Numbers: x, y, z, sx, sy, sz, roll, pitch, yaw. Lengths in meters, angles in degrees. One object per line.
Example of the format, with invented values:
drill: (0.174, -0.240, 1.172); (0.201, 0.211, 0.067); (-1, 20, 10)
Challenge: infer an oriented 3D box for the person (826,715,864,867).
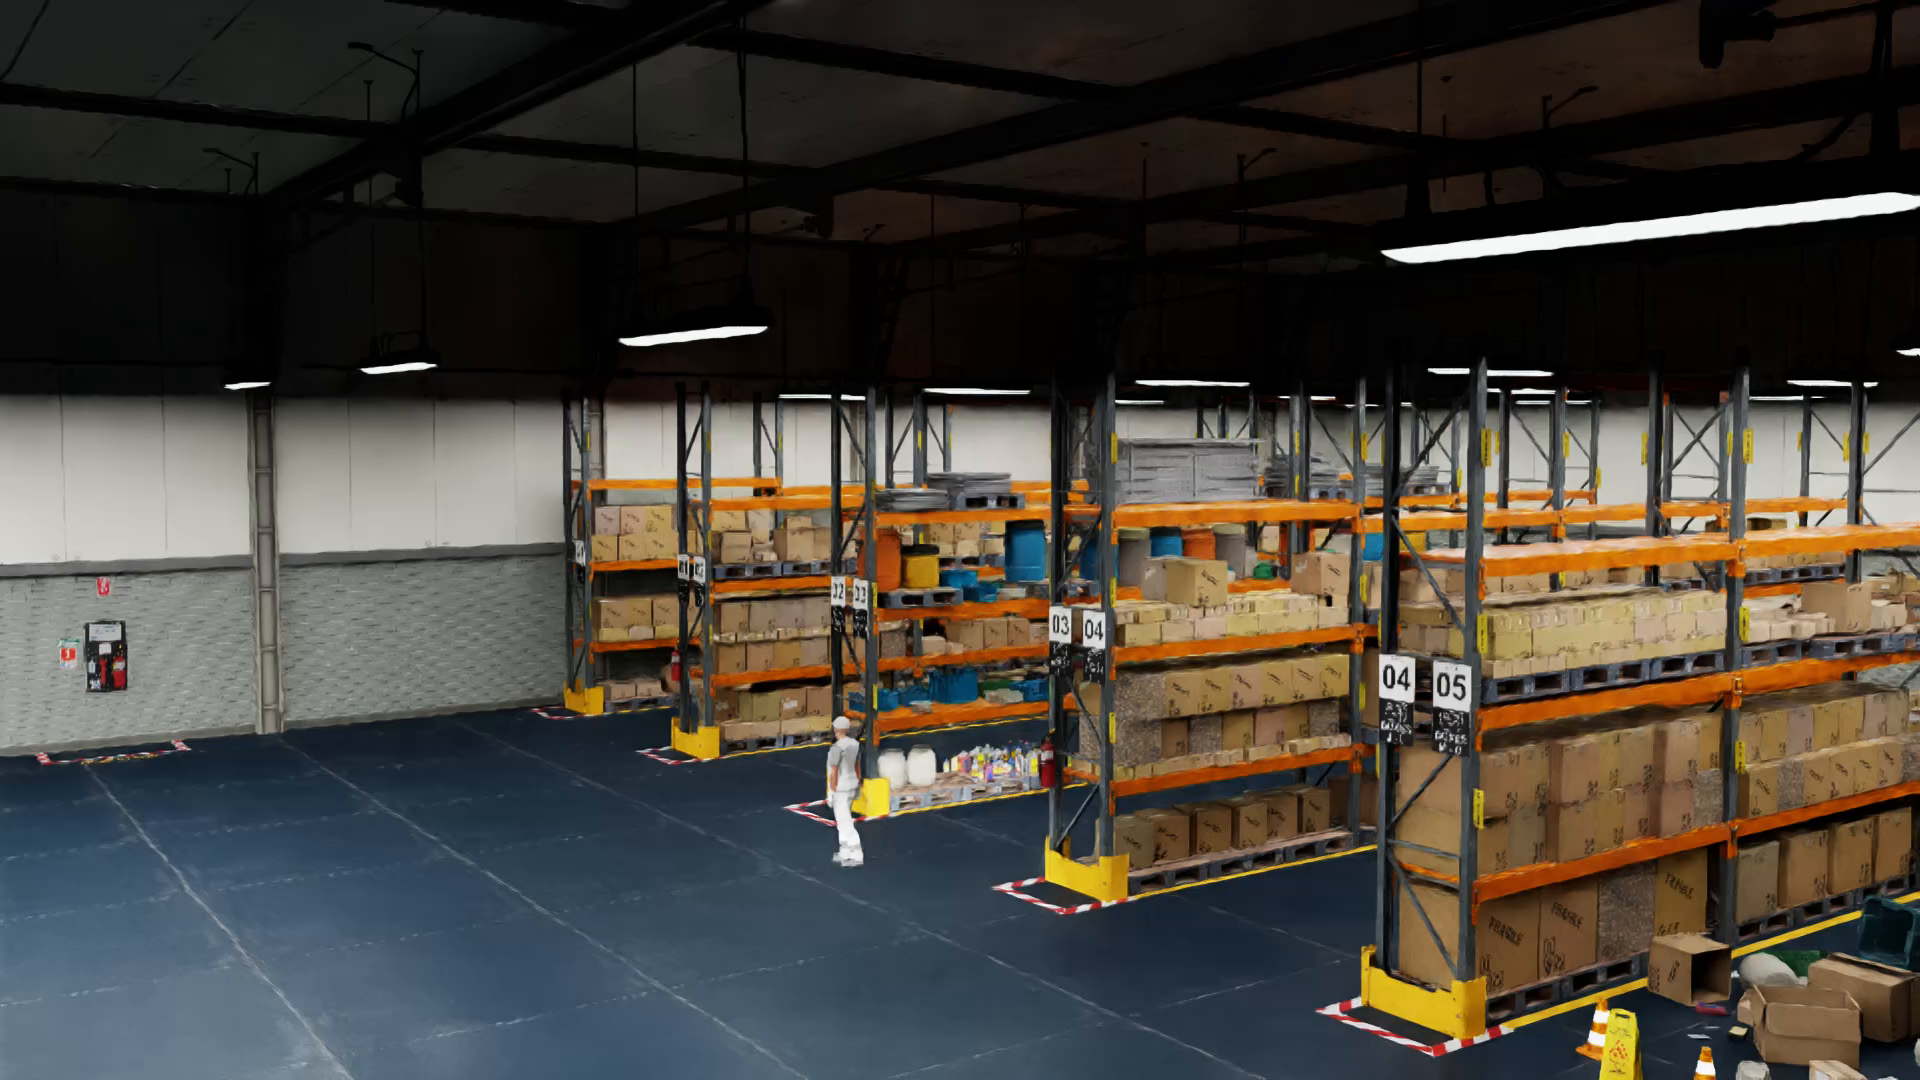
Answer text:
person: (-1.353, 3.003, 19.956); (0.542, 1.782, 0.642); (2, 4, 27)

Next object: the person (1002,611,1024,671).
person: (1.042, 2.110, 34.629); (1.026, 1.648, 0.538); (-3, 5, -43)
